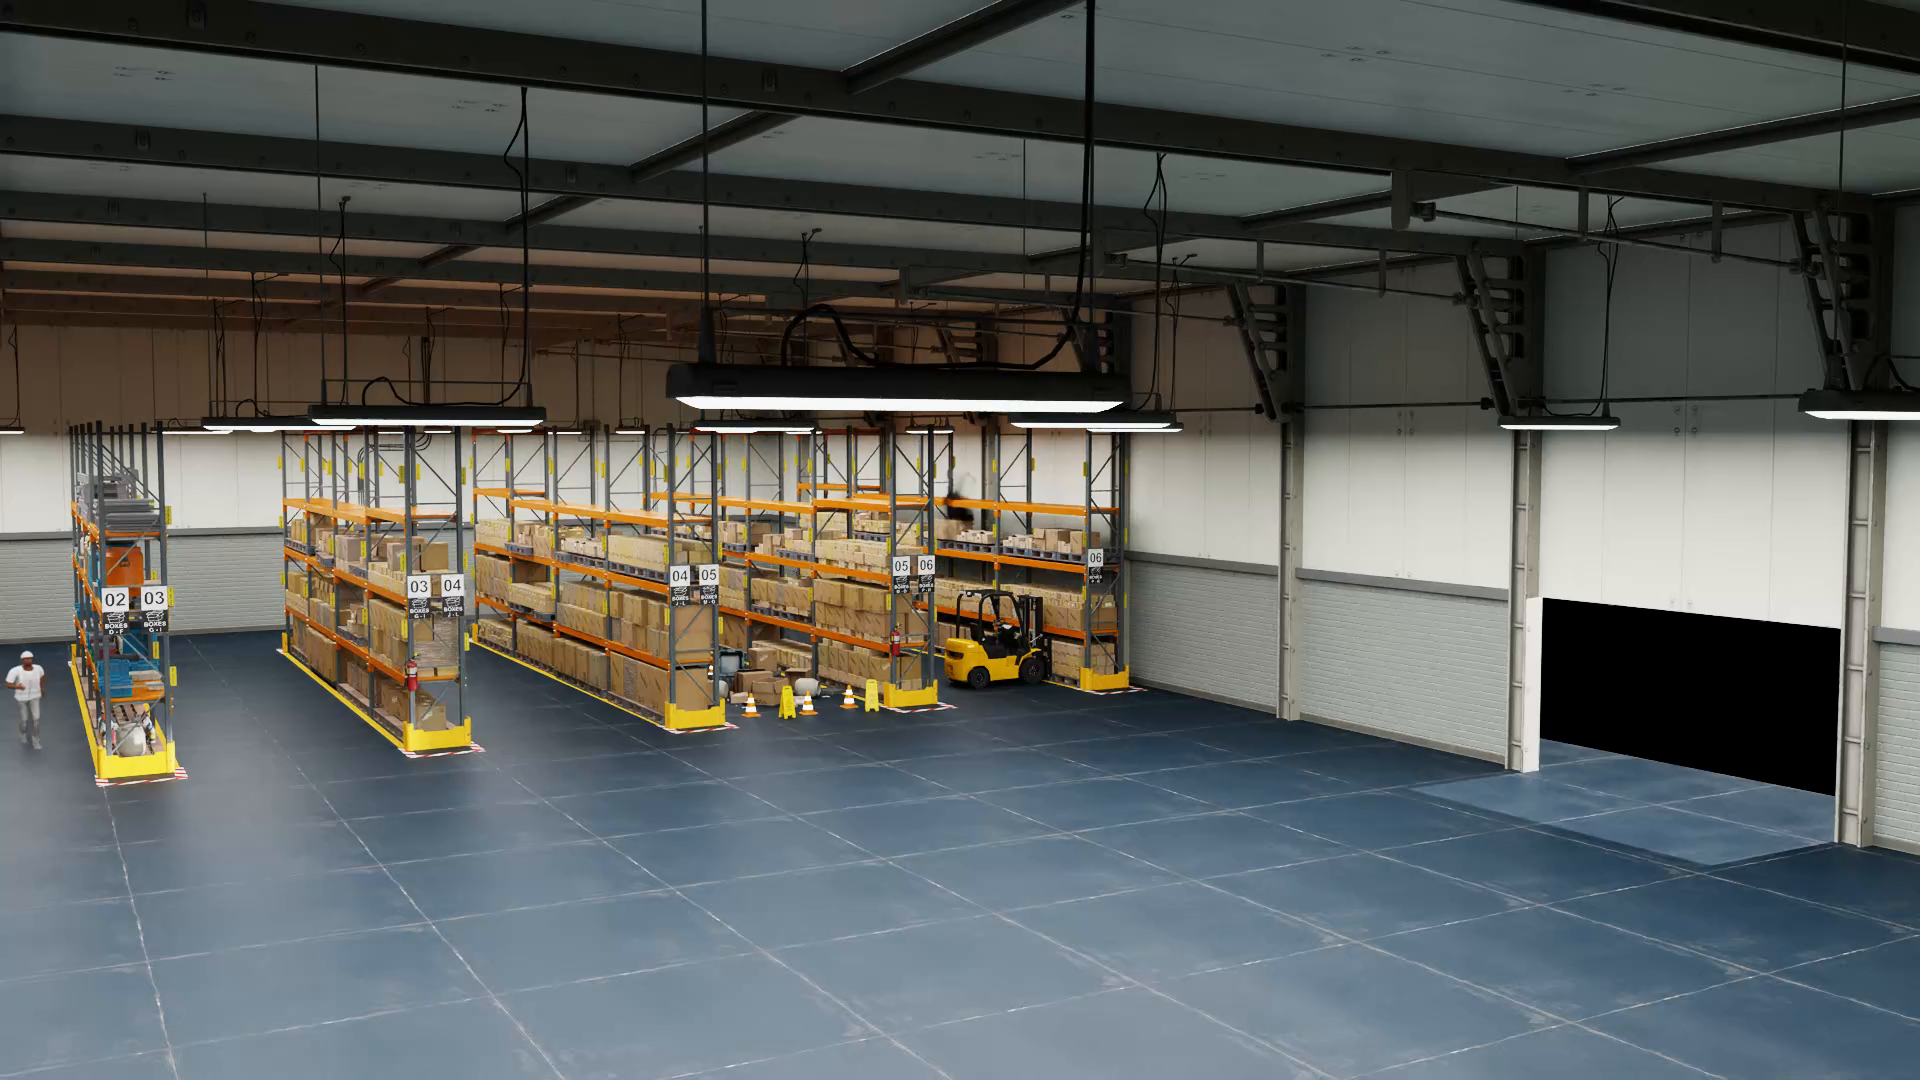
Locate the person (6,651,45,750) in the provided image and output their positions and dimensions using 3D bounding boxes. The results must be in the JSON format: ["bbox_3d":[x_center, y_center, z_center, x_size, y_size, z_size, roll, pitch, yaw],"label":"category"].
[{"bbox_3d":[-17.198,2.949,30.641,0.680,1.818,0.808,-3,4,-38],"label":"person"}]

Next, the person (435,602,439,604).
[{"bbox_3d":[-14.926,2.042,46.519,0.678,1.630,0.754,2,4,28],"label":"person"}]
